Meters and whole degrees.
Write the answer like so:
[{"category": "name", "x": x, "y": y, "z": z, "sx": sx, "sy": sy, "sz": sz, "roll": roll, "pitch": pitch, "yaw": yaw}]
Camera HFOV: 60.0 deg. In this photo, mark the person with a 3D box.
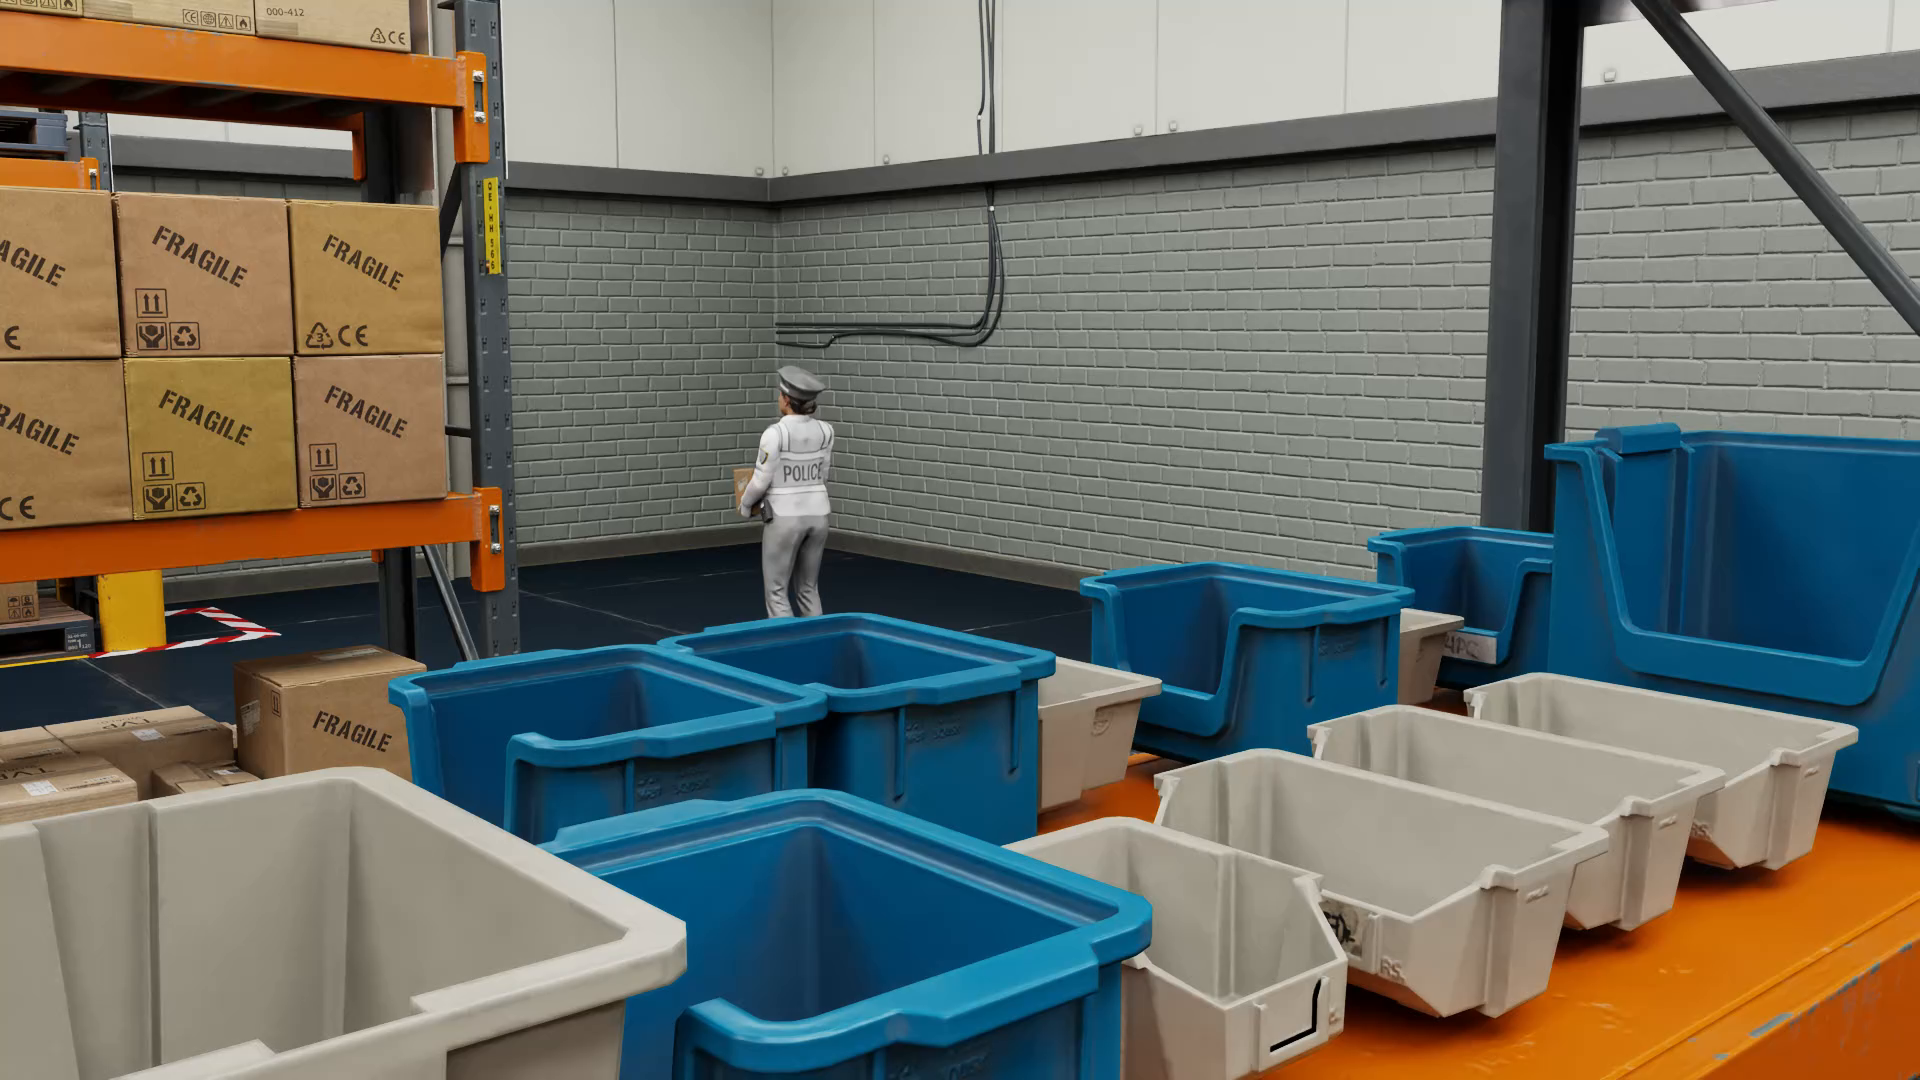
[{"category": "person", "x": -0.914, "y": -0.087, "z": 8.855, "sx": 0.459, "sy": 1.686, "sz": 0.556, "roll": -6, "pitch": 10, "yaw": -40}]
